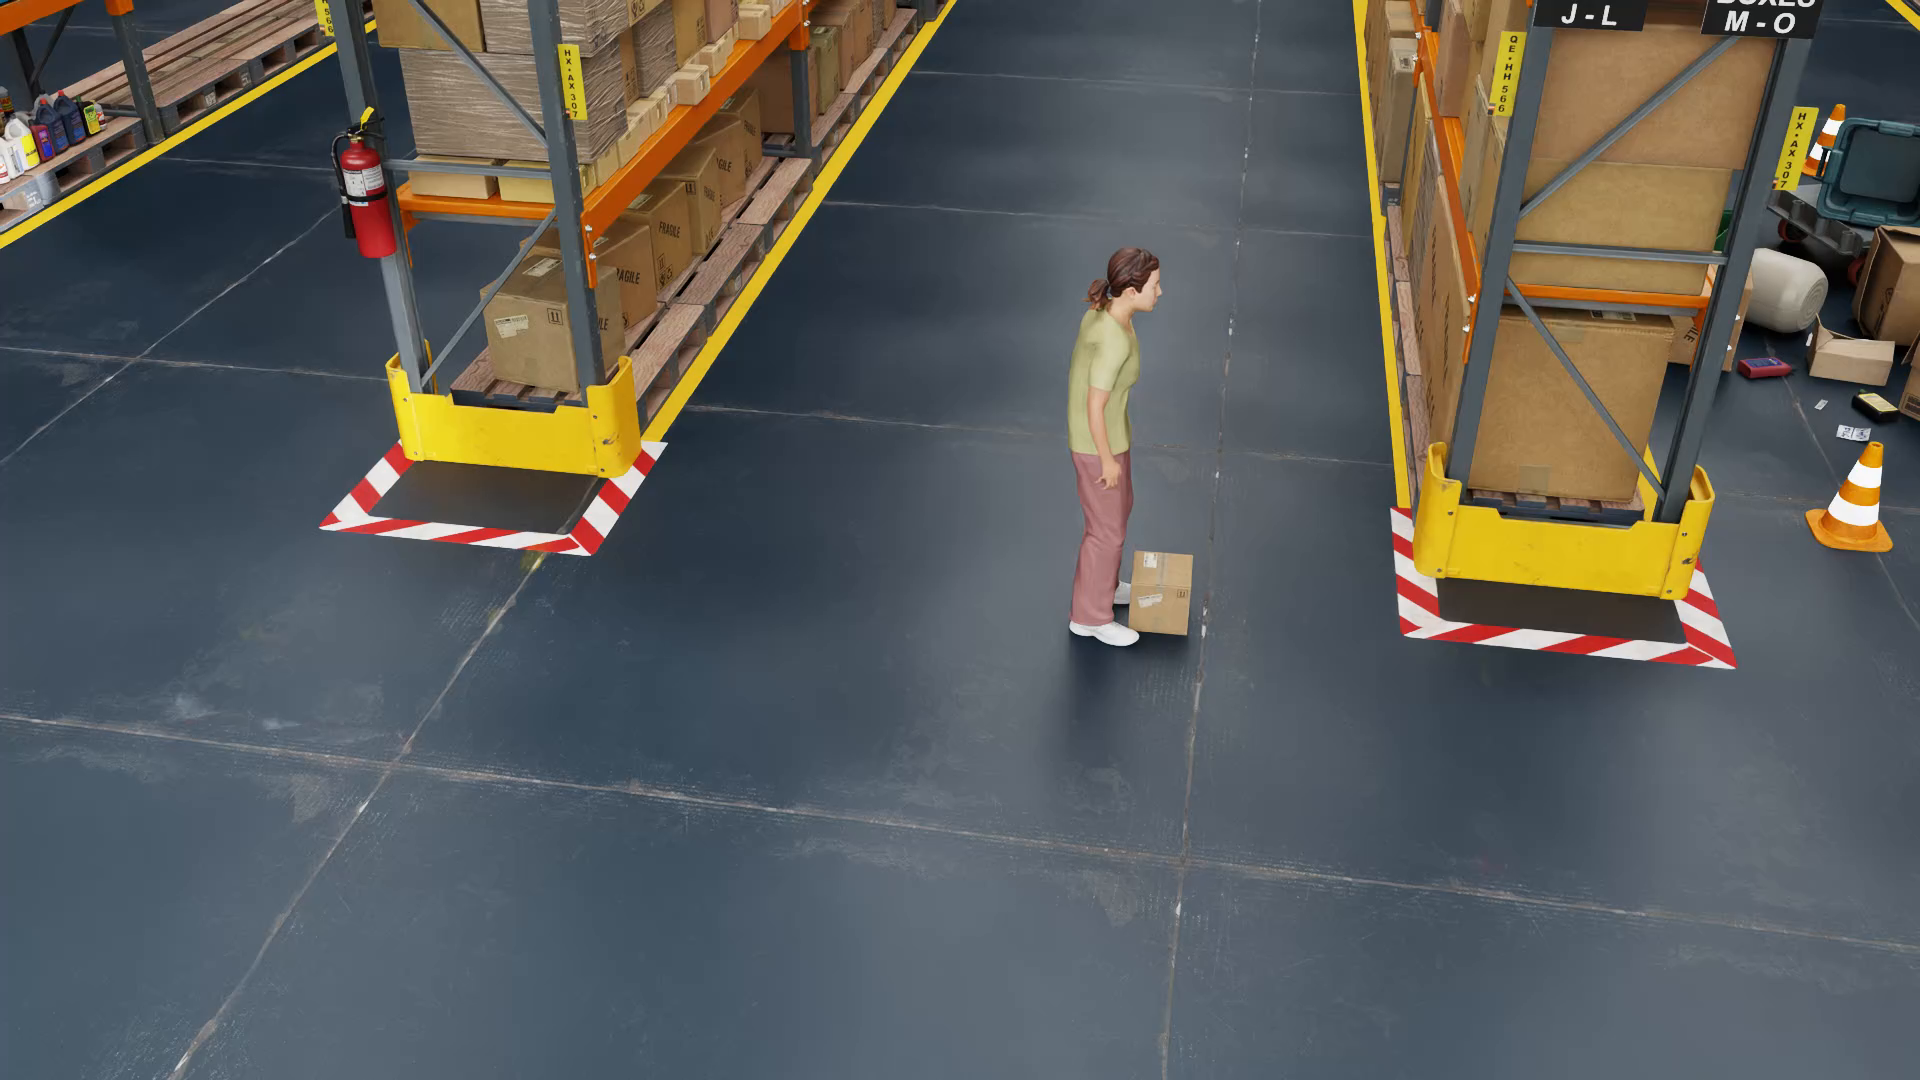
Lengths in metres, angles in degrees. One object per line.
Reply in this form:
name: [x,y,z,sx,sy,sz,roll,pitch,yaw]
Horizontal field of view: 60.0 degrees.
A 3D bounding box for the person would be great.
person: [0.613,-0.395,6.760,0.366,1.671,0.518,3,33,5]
